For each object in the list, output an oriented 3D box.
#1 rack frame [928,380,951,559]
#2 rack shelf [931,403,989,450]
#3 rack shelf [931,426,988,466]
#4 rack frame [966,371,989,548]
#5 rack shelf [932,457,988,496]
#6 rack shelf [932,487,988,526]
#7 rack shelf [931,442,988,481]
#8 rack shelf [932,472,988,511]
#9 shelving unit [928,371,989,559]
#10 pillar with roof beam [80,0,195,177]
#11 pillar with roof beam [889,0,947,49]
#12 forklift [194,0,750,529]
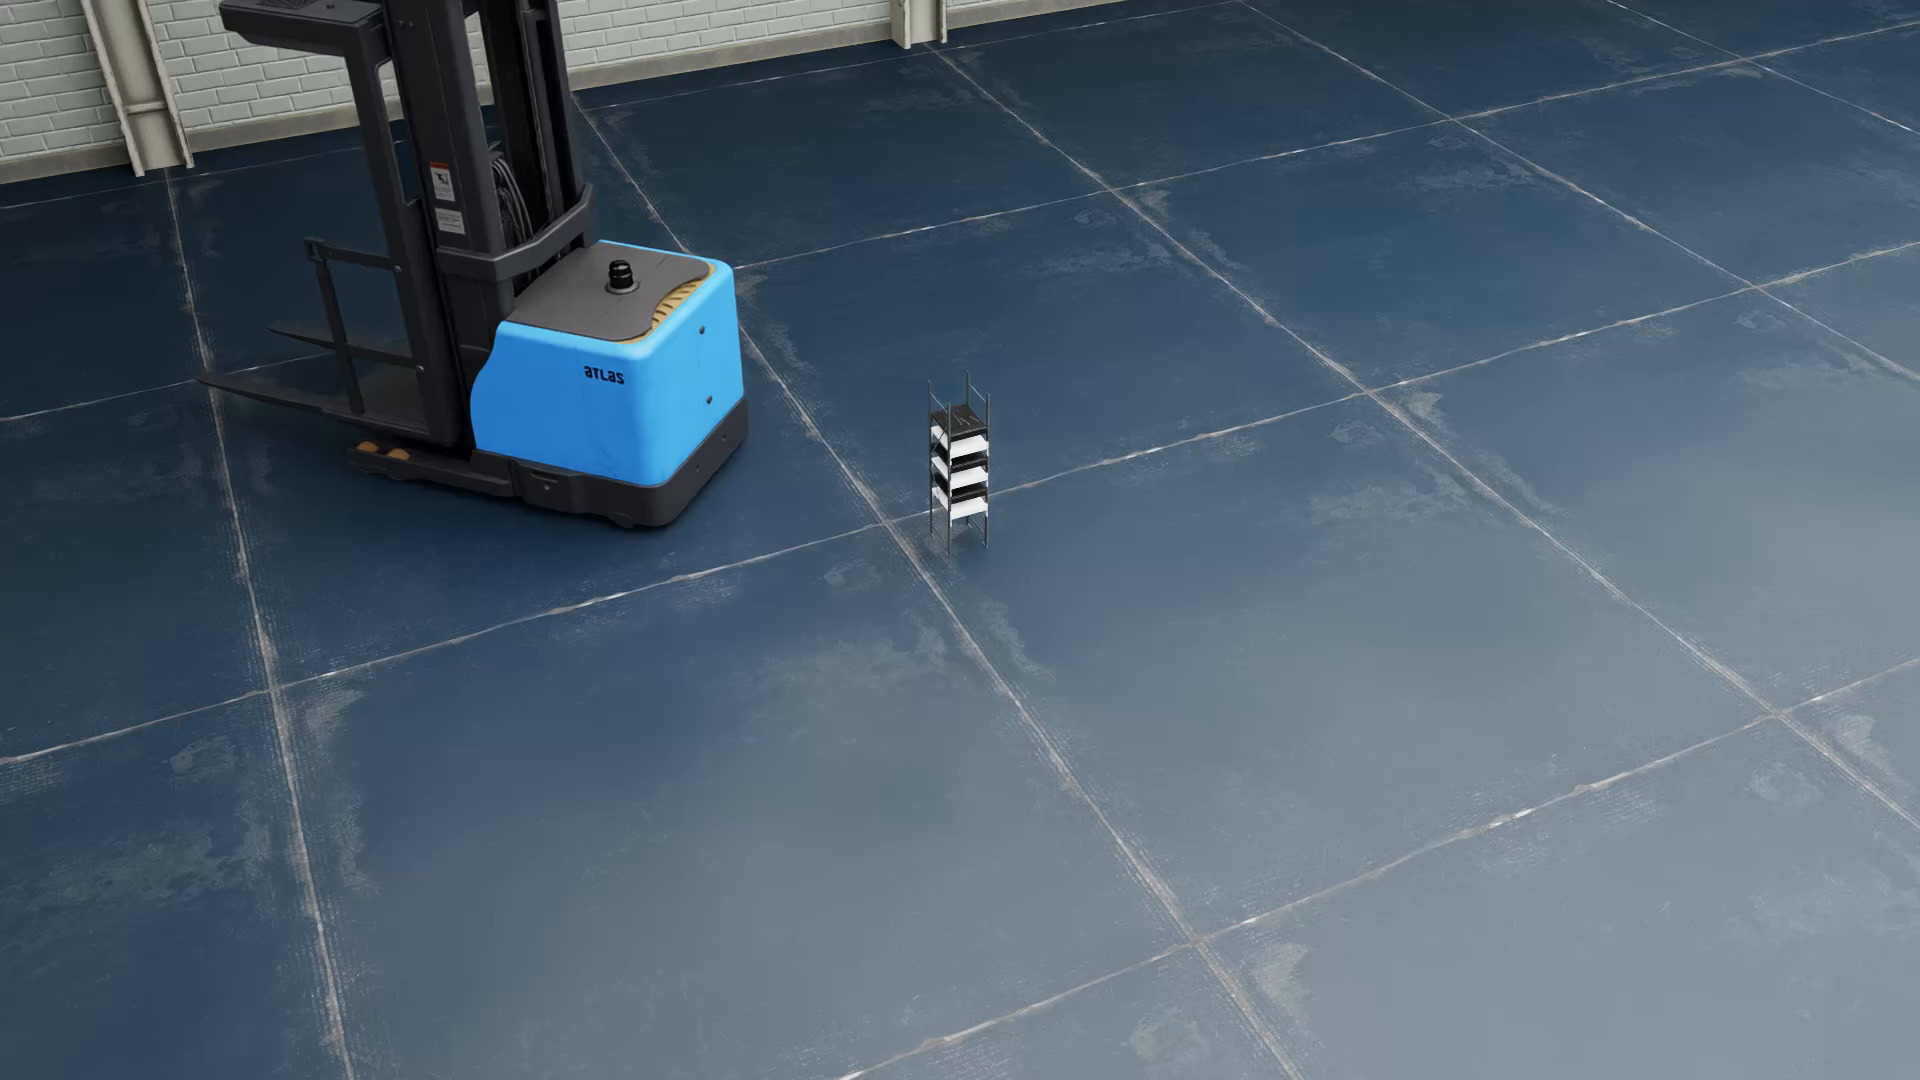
[{"bbox_3d":[-0.099,-0.334,8.088,0.006,0.900,0.240,-16,39,-20],"label":"rack frame"},{"bbox_3d":[-0.007,-0.549,7.981,0.200,0.077,0.258,-16,39,-20],"label":"rack shelf"},{"bbox_3d":[-0.007,-0.477,8.035,0.200,0.077,0.258,-16,39,-20],"label":"rack shelf"},{"bbox_3d":[0.085,-0.385,8.157,0.006,0.900,0.240,-16,39,-20],"label":"rack frame"},{"bbox_3d":[-0.007,-0.333,8.142,0.200,0.077,0.258,-16,39,-20],"label":"rack shelf"},{"bbox_3d":[-0.007,-0.188,8.249,0.200,0.077,0.258,-16,39,-20],"label":"rack shelf"},{"bbox_3d":[-0.007,-0.405,8.088,0.200,0.077,0.258,-16,39,-20],"label":"rack shelf"},{"bbox_3d":[-0.007,-0.260,8.196,0.200,0.077,0.258,-16,39,-20],"label":"rack shelf"},{"bbox_3d":[-0.007,-0.359,8.122,0.210,0.900,0.258,-16,39,-20],"label":"shelving unit"},{"bbox_3d":[-3.953,-4.024,6.265,0.400,9.000,9.100,-16,39,-20],"label":"pillar with roof beam"},{"bbox_3d":[1.478,-5.543,8.313,0.400,9.000,9.100,-16,39,-20],"label":"pillar with roof beam"},{"bbox_3d":[-2.719,-1.773,8.323,3.031,2.935,1.130,12,38,16],"label":"forklift"}]
